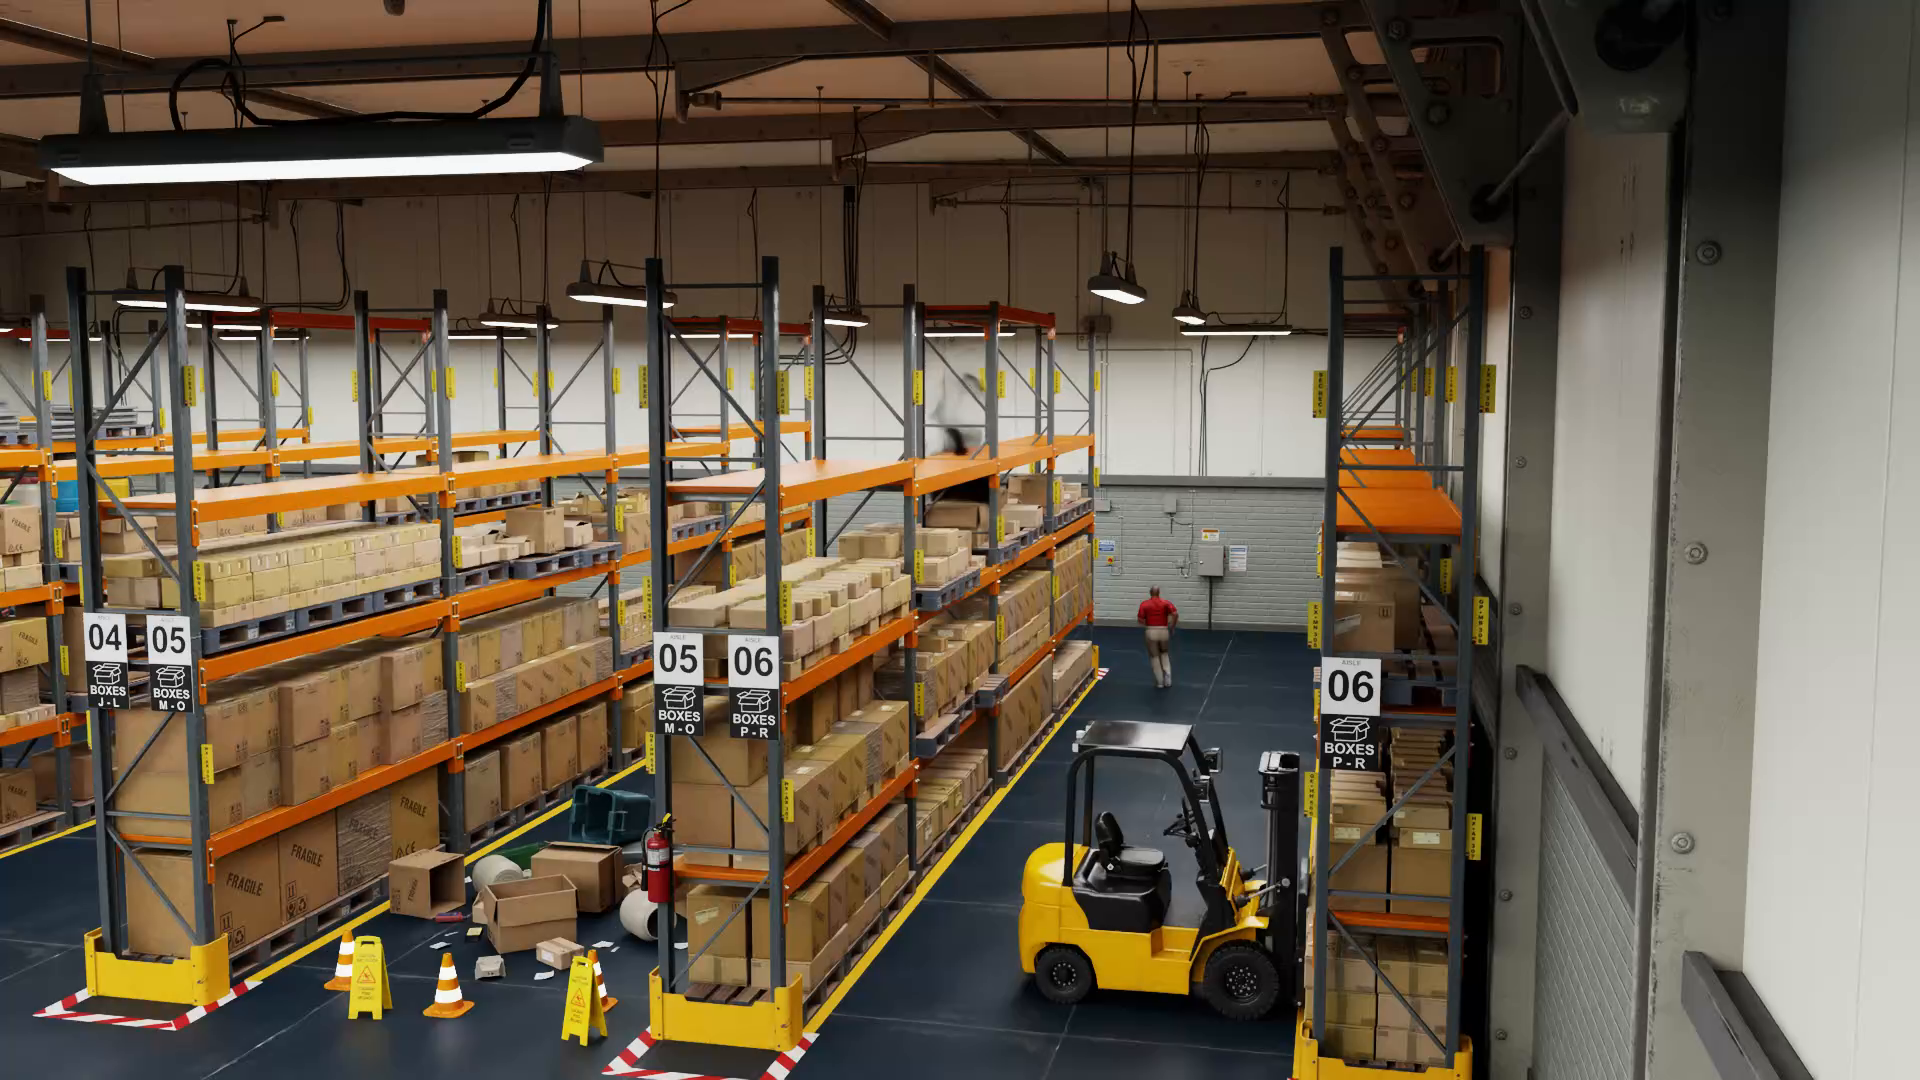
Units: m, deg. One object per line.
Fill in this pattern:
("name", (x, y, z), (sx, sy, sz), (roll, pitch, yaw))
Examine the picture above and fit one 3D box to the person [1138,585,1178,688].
("person", (3.224, 1.577, 27.259), (0.637, 1.702, 0.657), (0, 6, -1))
